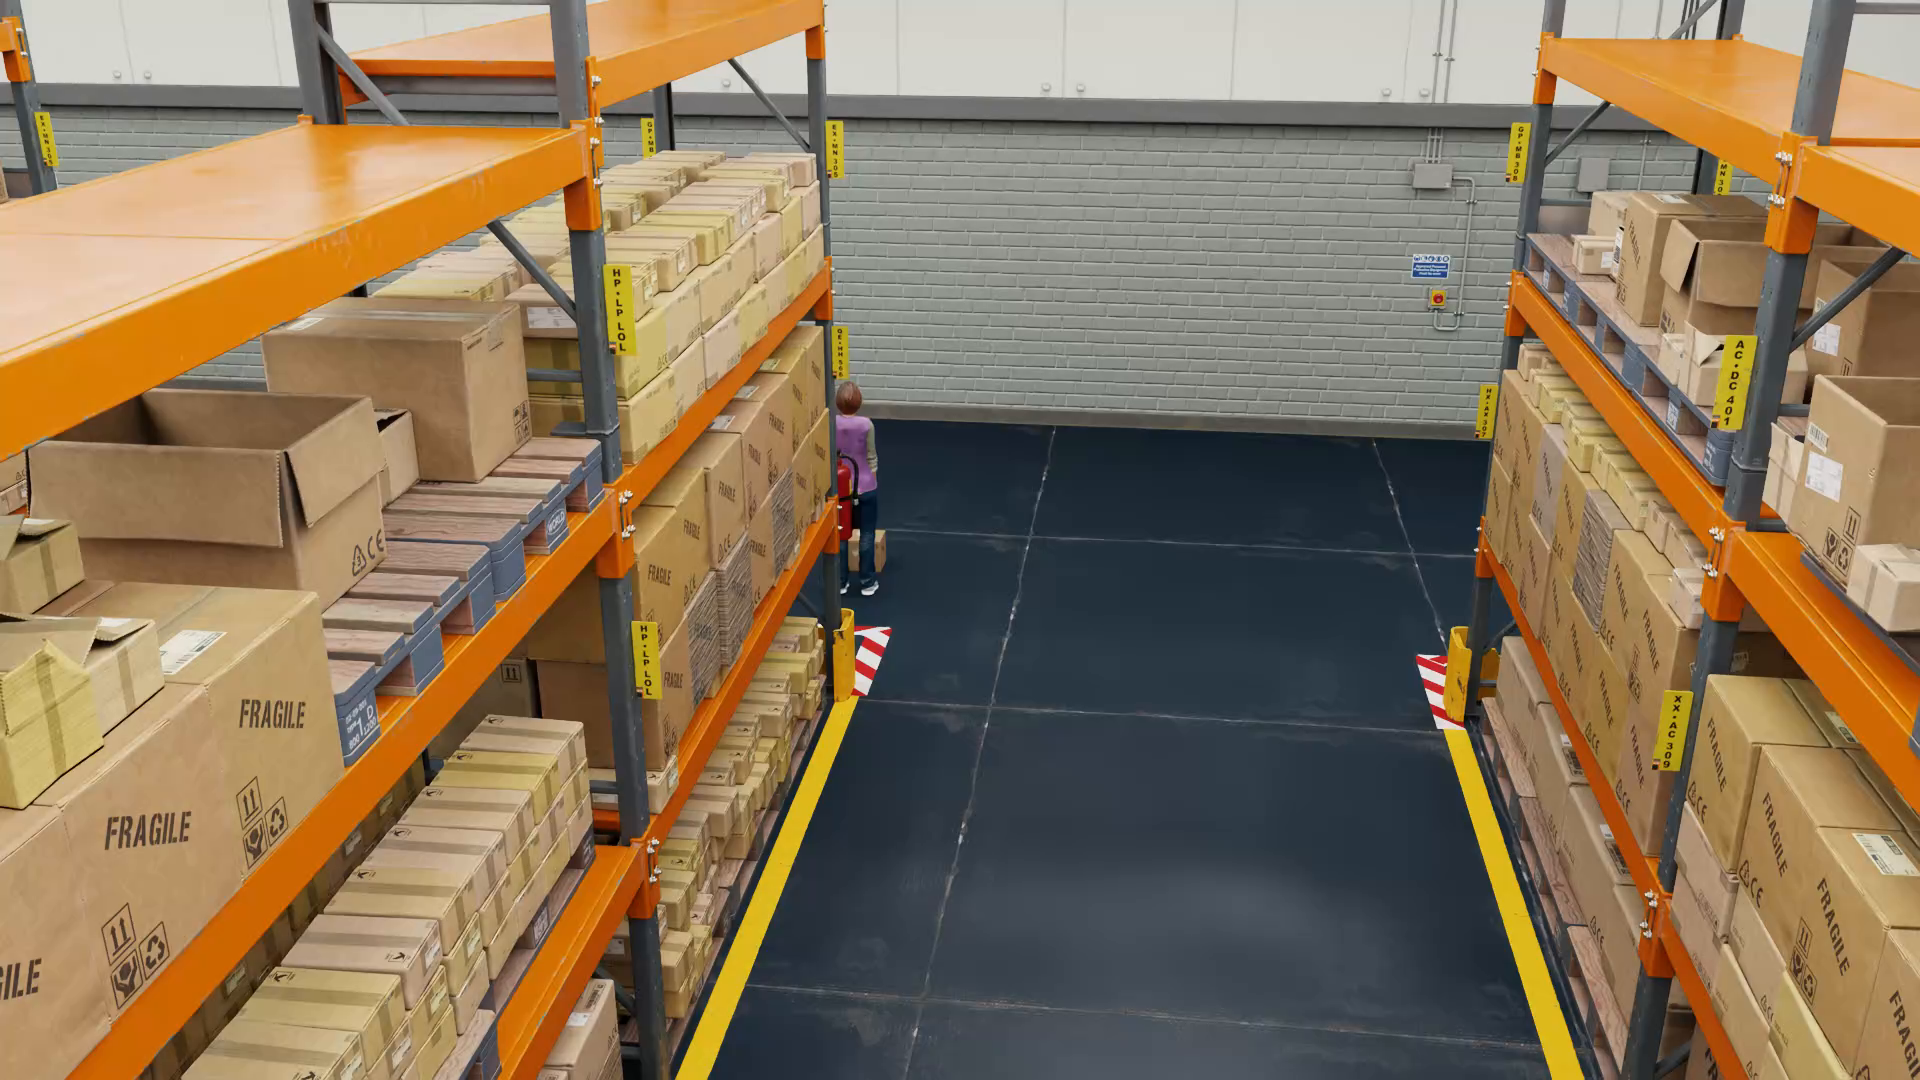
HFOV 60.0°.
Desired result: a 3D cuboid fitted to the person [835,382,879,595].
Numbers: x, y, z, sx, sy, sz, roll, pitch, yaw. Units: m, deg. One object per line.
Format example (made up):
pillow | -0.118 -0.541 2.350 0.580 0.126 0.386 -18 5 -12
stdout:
person | -0.793 -0.342 12.053 0.407 1.541 0.300 3 22 7
